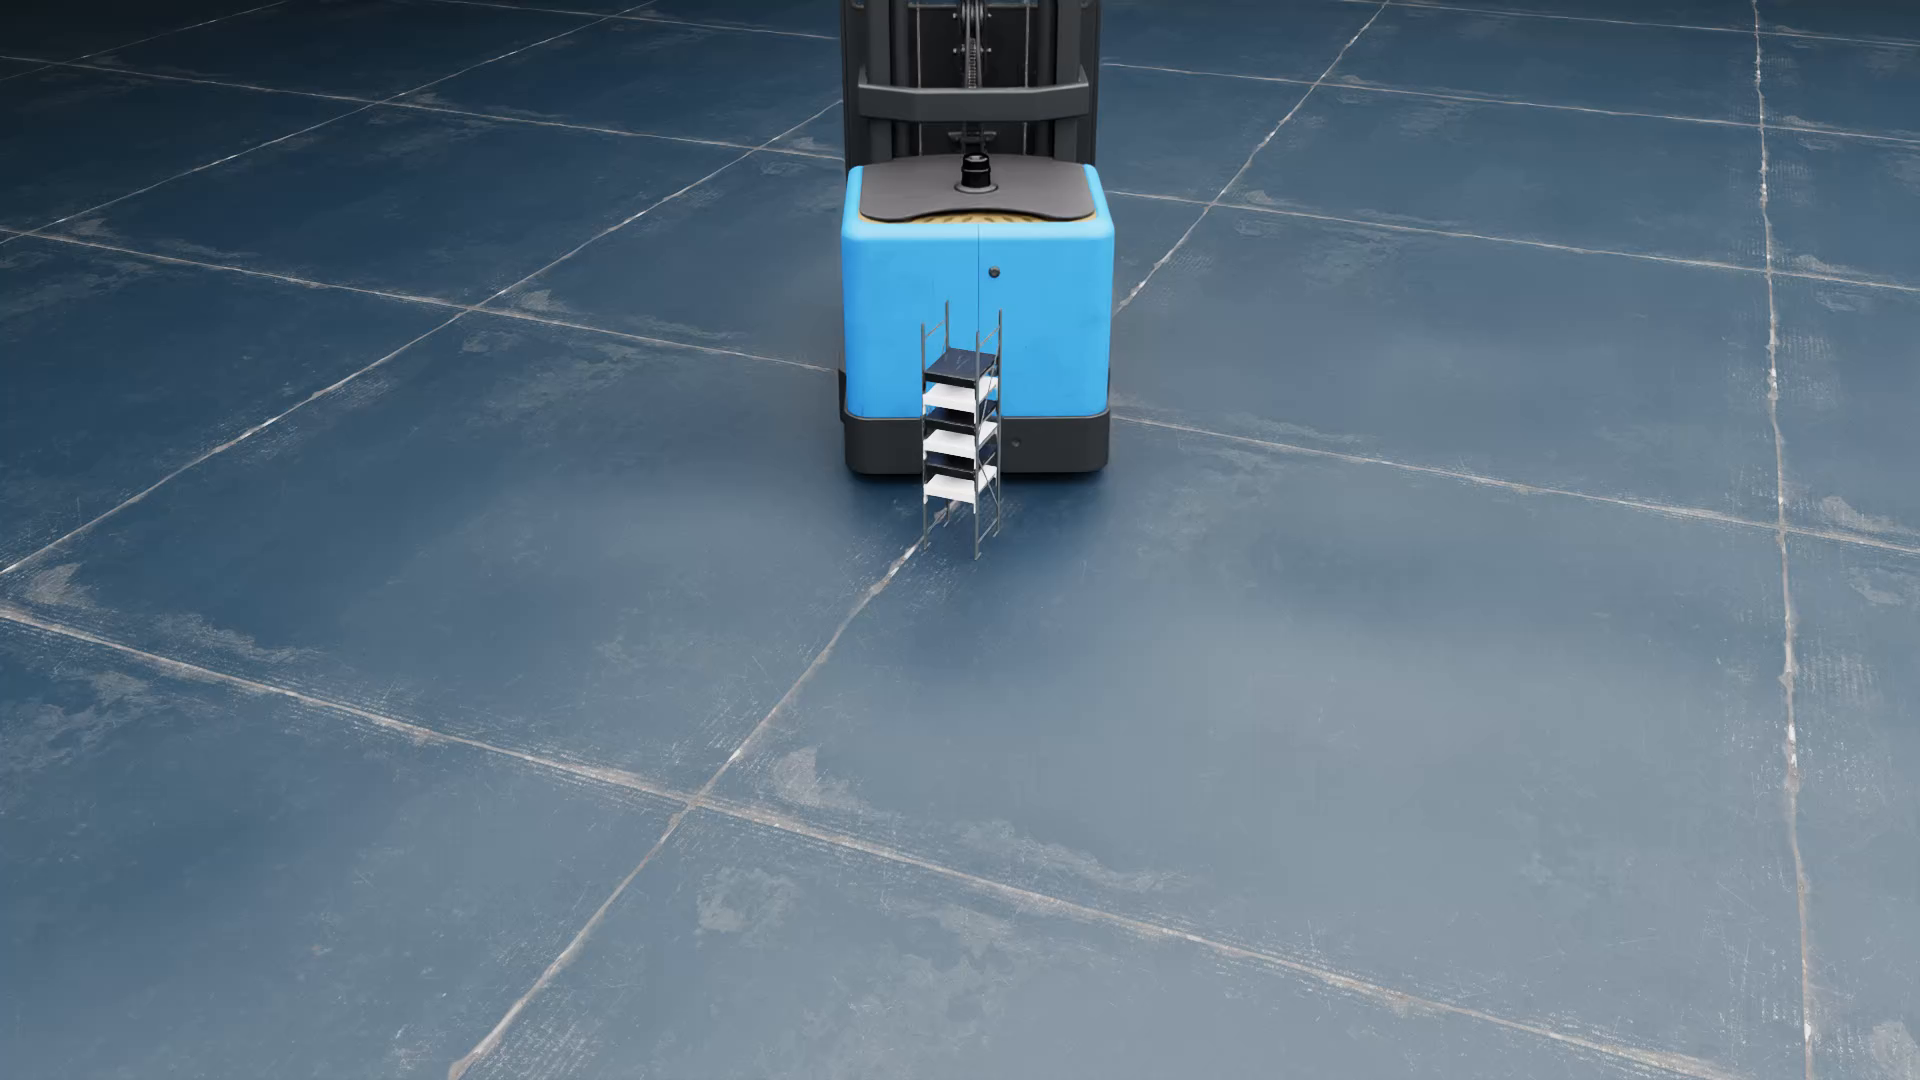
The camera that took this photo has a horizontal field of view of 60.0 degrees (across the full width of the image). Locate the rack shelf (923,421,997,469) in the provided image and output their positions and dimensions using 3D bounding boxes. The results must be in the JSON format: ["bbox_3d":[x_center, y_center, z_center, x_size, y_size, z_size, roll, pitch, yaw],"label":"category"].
[{"bbox_3d":[0.008,-0.361,6.042,0.200,0.077,0.258,11,31,19],"label":"rack shelf"}]

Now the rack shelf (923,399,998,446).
[{"bbox_3d":[0.008,-0.440,5.998,0.200,0.077,0.258,11,31,19],"label":"rack shelf"}]

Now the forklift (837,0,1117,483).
[{"bbox_3d":[0.040,-2.185,7.137,1.130,2.935,3.031,-1,29,-1],"label":"forklift"}]

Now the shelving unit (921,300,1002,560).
[{"bbox_3d":[0.008,-0.390,6.026,0.210,0.900,0.258,11,31,19],"label":"shelving unit"}]

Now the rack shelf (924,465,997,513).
[{"bbox_3d":[0.008,-0.205,6.131,0.200,0.077,0.258,11,31,19],"label":"rack shelf"}]

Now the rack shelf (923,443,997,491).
[{"bbox_3d":[0.008,-0.283,6.087,0.200,0.077,0.258,11,31,19],"label":"rack shelf"}]

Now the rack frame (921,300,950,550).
[{"bbox_3d":[-0.087,-0.409,6.059,0.006,0.900,0.240,11,31,19],"label":"rack frame"}]

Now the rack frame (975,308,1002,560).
[{"bbox_3d":[0.102,-0.371,5.993,0.006,0.900,0.240,11,31,19],"label":"rack frame"}]

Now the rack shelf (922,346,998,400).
[{"bbox_3d":[0.008,-0.596,5.909,0.200,0.077,0.258,11,31,19],"label":"rack shelf"}]

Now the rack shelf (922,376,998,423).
[{"bbox_3d":[0.008,-0.518,5.954,0.200,0.077,0.258,11,31,19],"label":"rack shelf"}]
